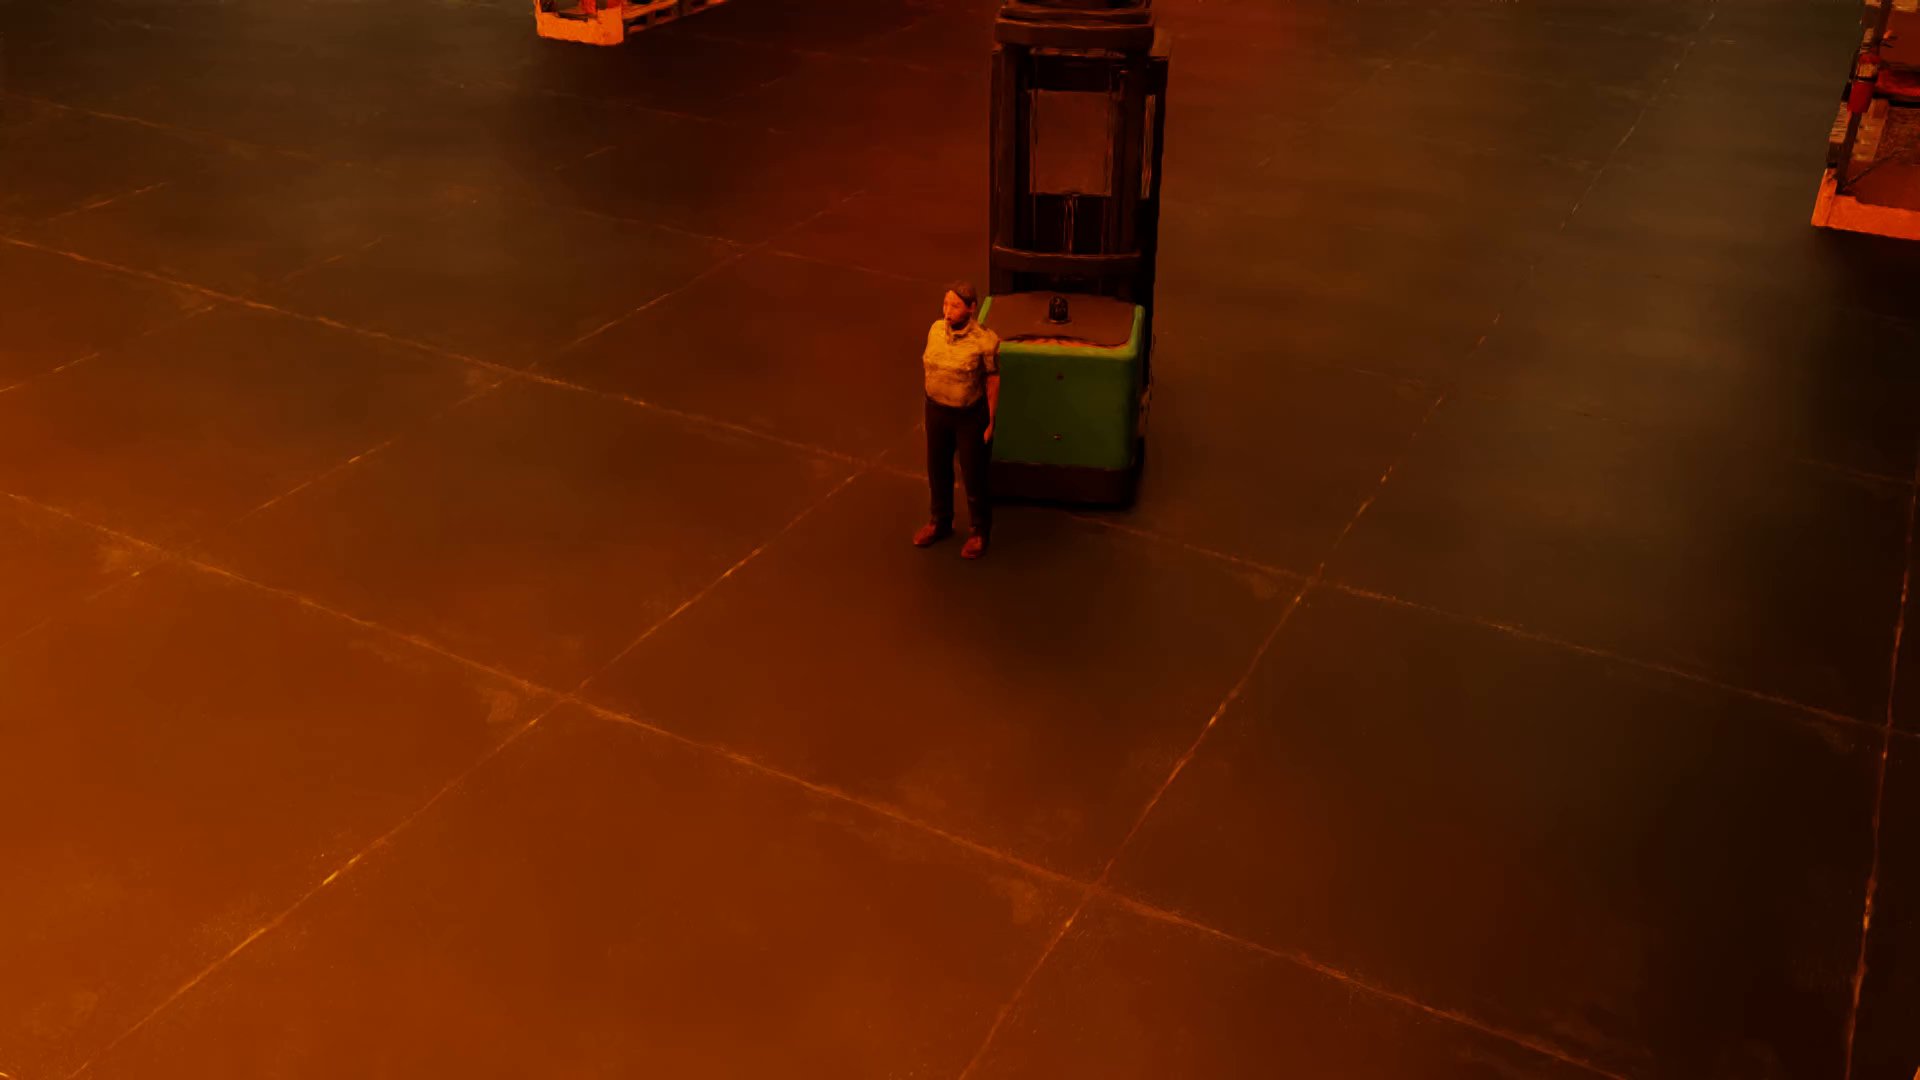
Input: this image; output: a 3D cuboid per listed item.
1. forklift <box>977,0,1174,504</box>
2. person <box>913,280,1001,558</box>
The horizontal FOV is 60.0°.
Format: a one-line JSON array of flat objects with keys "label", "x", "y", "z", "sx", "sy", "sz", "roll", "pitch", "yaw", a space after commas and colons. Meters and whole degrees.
[{"label": "forklift", "x": 0.770, "y": -2.211, "z": 10.902, "sx": 1.130, "sy": 2.935, "sz": 3.031, "roll": 4, "pitch": 30, "yaw": 8}, {"label": "person", "x": -0.014, "y": -0.707, "z": 9.584, "sx": 0.480, "sy": 1.653, "sz": 0.349, "roll": 15, "pitch": 33, "yaw": 25}]
